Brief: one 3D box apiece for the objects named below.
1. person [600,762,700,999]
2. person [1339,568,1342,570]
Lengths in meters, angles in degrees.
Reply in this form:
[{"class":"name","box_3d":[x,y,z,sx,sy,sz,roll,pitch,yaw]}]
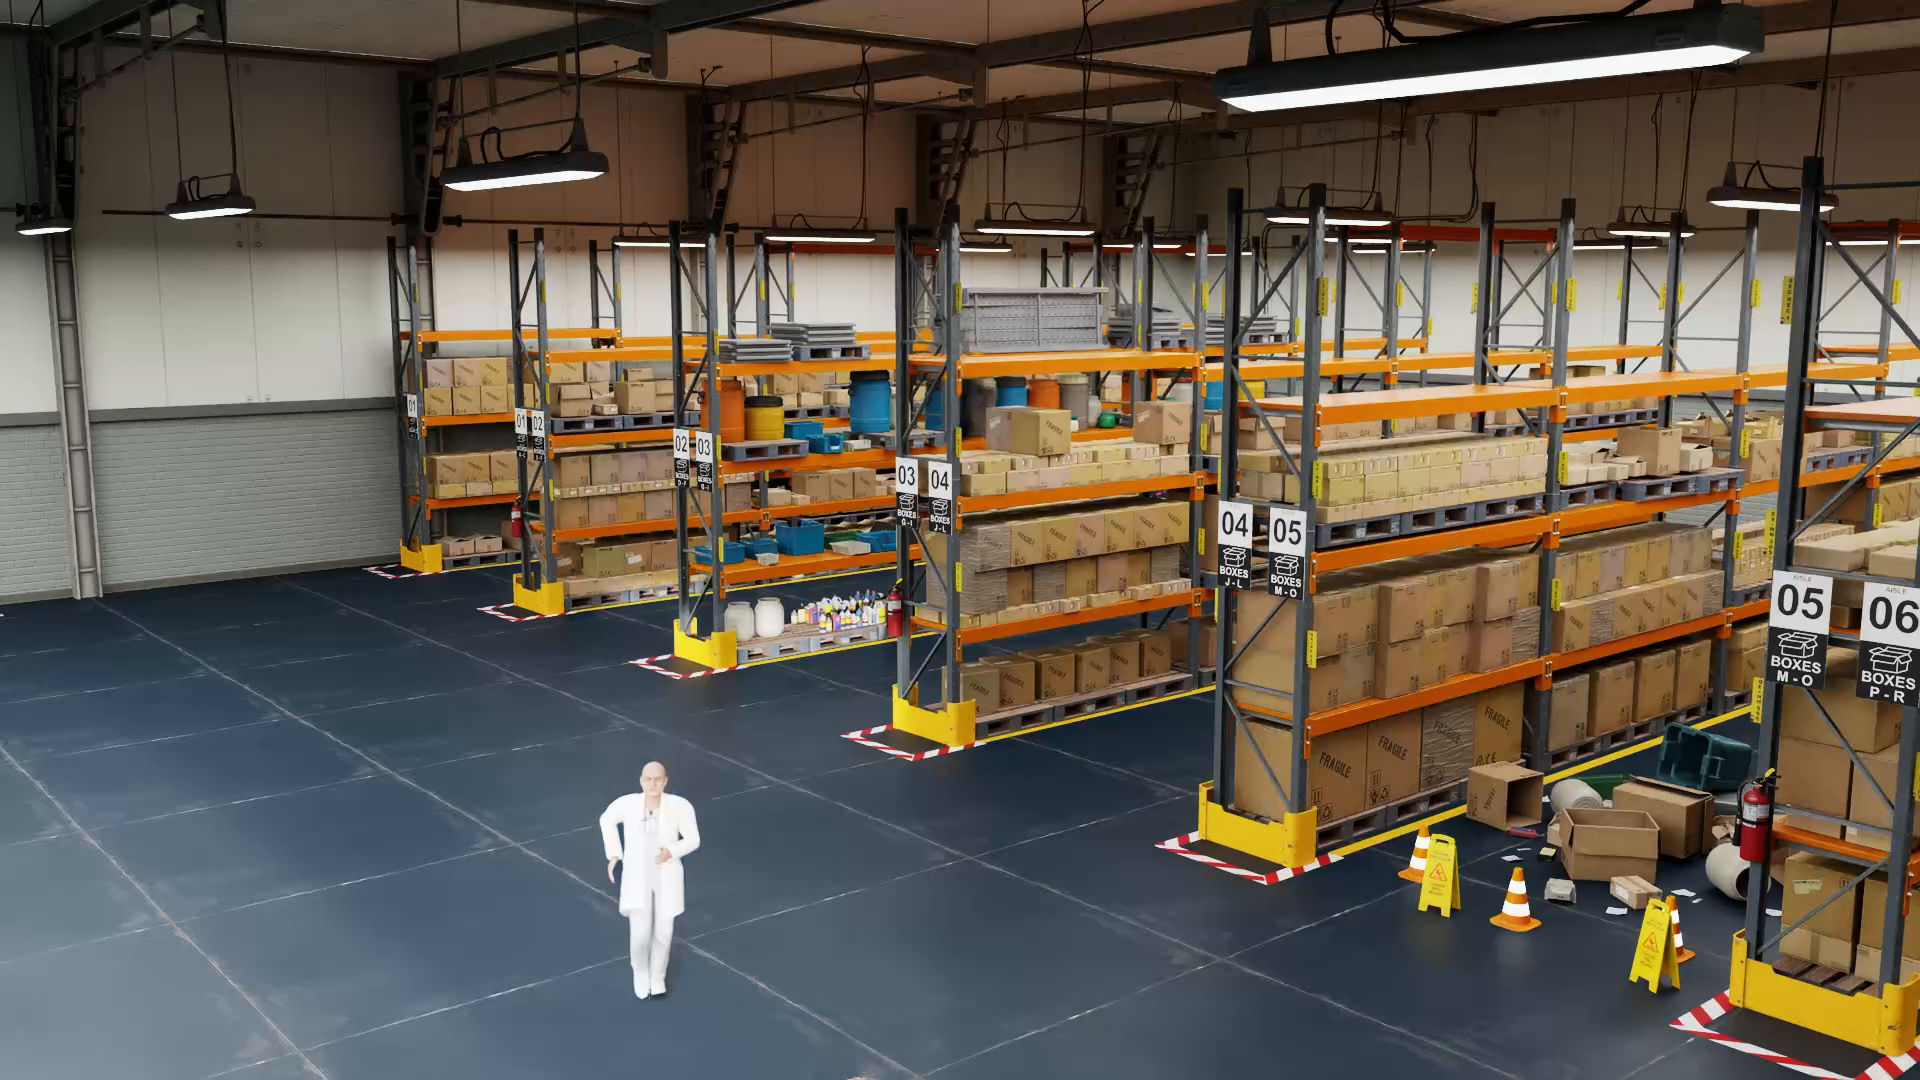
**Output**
[{"class":"person","box_3d":[-2.218,2.466,11.980,0.697,1.746,0.676,-2,9,-13]},{"class":"person","box_3d":[4.721,1.187,20.180,0.633,1.804,0.928,8,12,44]}]
